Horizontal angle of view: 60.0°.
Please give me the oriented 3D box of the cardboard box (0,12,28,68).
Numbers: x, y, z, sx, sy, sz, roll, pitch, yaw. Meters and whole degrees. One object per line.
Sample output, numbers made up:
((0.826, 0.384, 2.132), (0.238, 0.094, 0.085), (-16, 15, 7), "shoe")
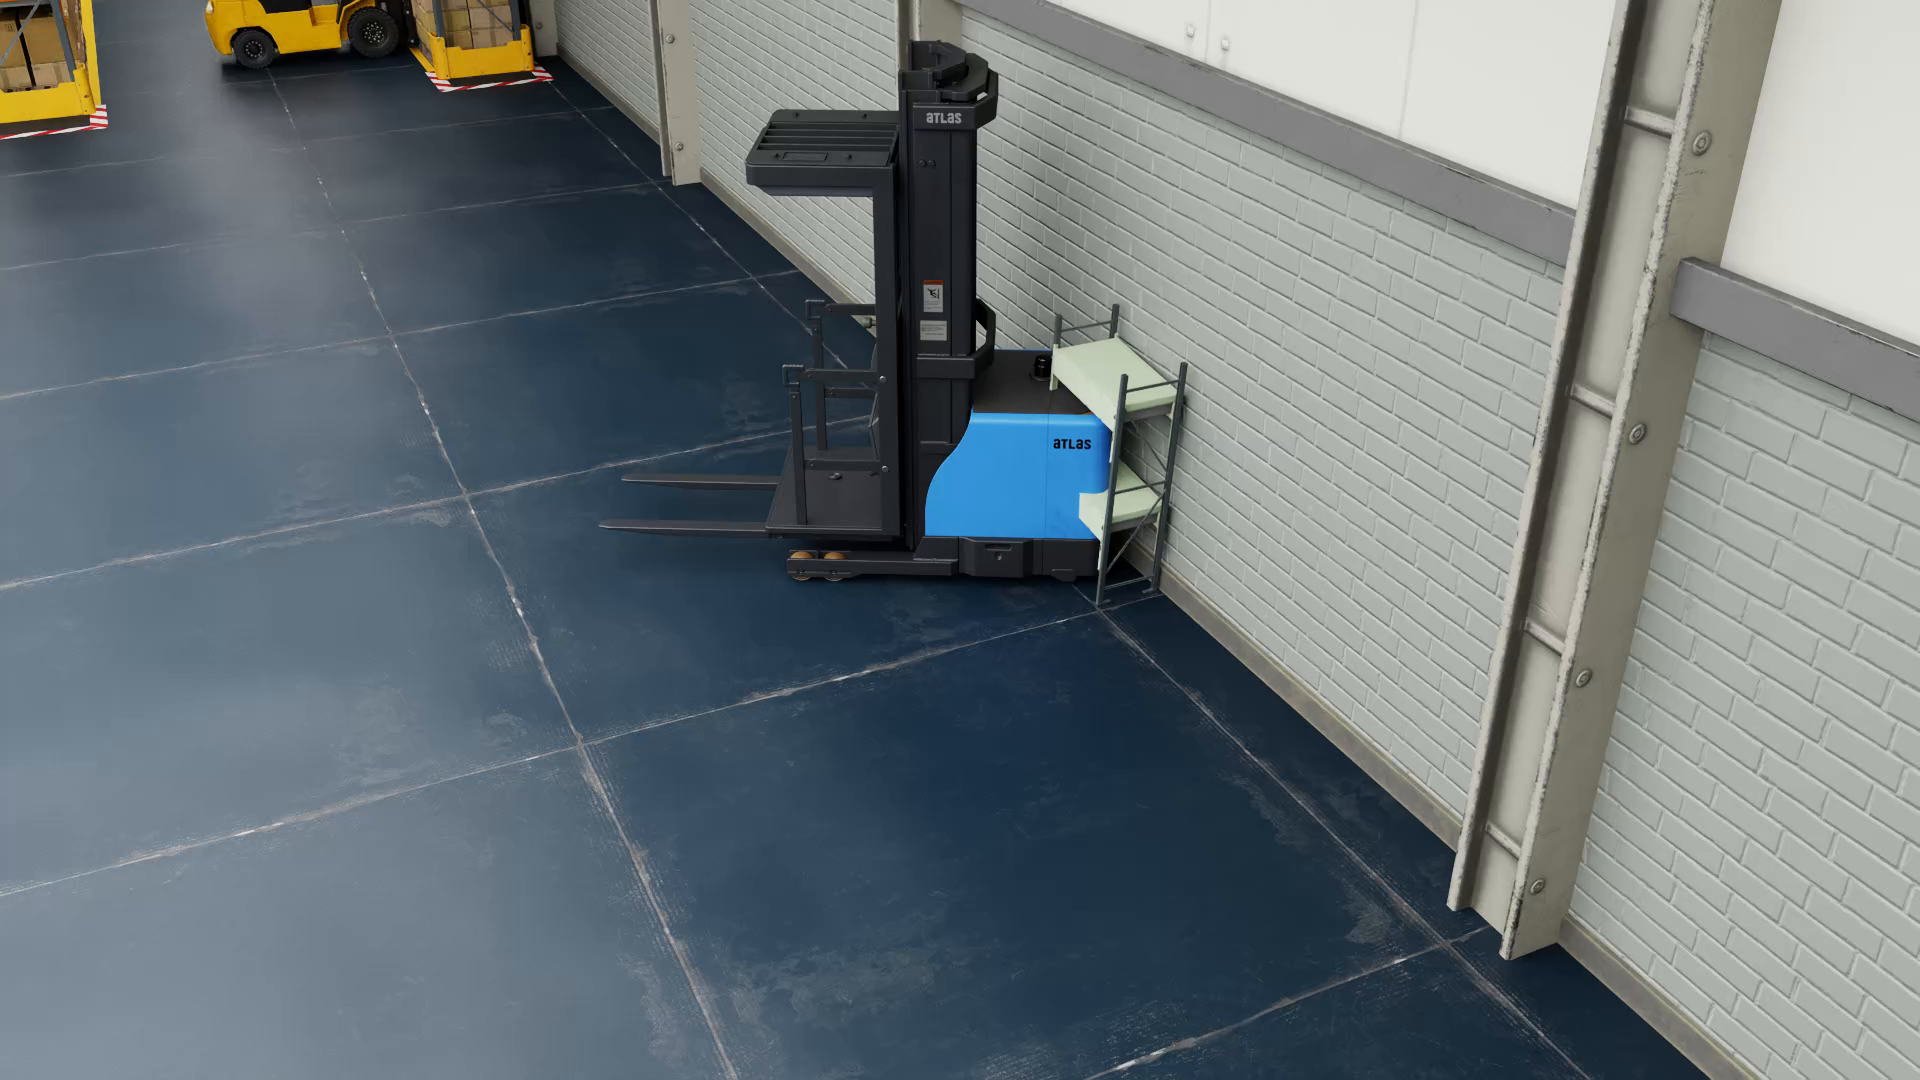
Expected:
((-10.931, -5.665, 18.874), (0.500, 0.500, 0.500), (-13, 32, -22), "cardboard box")

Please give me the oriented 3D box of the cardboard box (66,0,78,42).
((-10.895, -6.244, 19.907), (0.500, 0.500, 0.500), (-12, 32, -21), "cardboard box")

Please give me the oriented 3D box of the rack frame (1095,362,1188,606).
((0.997, -0.287, 9.210), (0.400, 1.500, 0.023), (-13, 38, -22), "rack frame")

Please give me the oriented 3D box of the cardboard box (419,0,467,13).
((-6.350, -6.657, 20.387), (0.500, 0.250, 0.500), (-12, 31, -20), "cardboard box")

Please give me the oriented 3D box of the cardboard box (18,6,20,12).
((-11.369, -6.119, 19.684), (0.500, 0.500, 0.500), (-14, 32, -23), "cardboard box")

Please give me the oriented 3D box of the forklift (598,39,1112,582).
((-0.629, -1.293, 9.532), (3.031, 2.935, 1.130), (1, 29, 2), "forklift")

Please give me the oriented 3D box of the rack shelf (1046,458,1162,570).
((0.827, -0.213, 9.664), (0.431, 0.370, 0.720), (-13, 38, -22), "rack shelf")

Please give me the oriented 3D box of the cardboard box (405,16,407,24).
((-7.012, -6.893, 21.831), (0.500, 0.250, 0.500), (-12, 31, -20), "cardboard box")

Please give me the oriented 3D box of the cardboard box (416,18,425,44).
((-6.562, -6.446, 21.033), (0.500, 0.250, 0.500), (-13, 32, -22), "cardboard box")

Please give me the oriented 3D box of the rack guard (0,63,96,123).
((-10.384, -4.998, 18.626), (1.175, 0.500, 0.348), (-13, 32, -22), "rack guard")

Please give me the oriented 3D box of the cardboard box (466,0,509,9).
((-5.906, -6.771, 20.591), (0.500, 0.250, 0.500), (-14, 32, -23), "cardboard box")

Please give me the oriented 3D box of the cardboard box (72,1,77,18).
((-11.353, -6.704, 20.726), (0.500, 0.500, 0.500), (-12, 32, -21), "cardboard box")

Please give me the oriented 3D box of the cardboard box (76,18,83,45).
((-11.335, -6.368, 20.894), (0.500, 0.250, 0.500), (-14, 32, -23), "cardboard box")

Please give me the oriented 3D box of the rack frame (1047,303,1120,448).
((0.684, -0.674, 9.747), (0.400, 1.500, 0.023), (-13, 38, -22), "rack frame")

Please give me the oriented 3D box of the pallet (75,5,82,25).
((-12.405, -6.949, 22.400), (1.003, 0.211, 1.213), (-13, 32, -22), "pallet")

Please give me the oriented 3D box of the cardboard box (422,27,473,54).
((-6.357, -6.224, 20.638), (0.500, 0.250, 0.500), (-13, 32, -22), "cardboard box")

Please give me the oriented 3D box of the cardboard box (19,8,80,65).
((-10.459, -5.791, 19.098), (0.500, 0.500, 0.500), (-14, 32, -24), "cardboard box")

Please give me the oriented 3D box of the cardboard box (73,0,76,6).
((-12.608, -7.407, 22.623), (0.950, 0.372, 0.625), (-11, 31, -19), "cardboard box")

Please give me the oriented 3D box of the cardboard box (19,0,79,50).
((-10.688, -6.021, 19.508), (0.500, 0.500, 0.500), (-14, 32, -24), "cardboard box")

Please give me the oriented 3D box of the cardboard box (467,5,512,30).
((-5.885, -6.552, 20.712), (0.500, 0.250, 0.500), (-12, 32, -21), "cardboard box")

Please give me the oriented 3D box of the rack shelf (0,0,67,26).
((-11.210, -6.625, 19.706), (1.077, 0.370, 4.000), (-13, 32, -22), "rack shelf")

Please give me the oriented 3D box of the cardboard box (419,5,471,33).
((-6.362, -6.450, 20.530), (0.500, 0.250, 0.500), (-14, 32, -23), "cardboard box")

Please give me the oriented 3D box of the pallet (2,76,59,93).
((-10.701, -5.239, 19.349), (1.003, 0.211, 1.213), (-13, 32, -22), "pallet")

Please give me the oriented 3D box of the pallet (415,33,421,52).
((-6.756, -6.750, 22.044), (1.003, 0.211, 1.213), (-13, 32, -22), "pallet")

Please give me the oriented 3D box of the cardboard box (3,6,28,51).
((-11.158, -5.895, 19.284), (0.500, 0.500, 0.500), (-12, 31, -20), "cardboard box")

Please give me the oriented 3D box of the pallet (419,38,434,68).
((-6.237, -6.212, 21.085), (1.003, 0.211, 1.213), (-13, 32, -22), "pallet")

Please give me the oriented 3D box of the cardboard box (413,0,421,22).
((-6.567, -6.674, 20.929), (0.500, 0.250, 0.500), (-13, 32, -22), "cardboard box")

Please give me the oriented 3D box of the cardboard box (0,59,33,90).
((-10.952, -5.350, 19.079), (0.500, 0.250, 0.500), (-13, 32, -22), "cardboard box")

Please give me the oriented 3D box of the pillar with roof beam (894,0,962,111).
((-4.092, -4.008, 8.169), (9.100, 9.000, 0.400), (-13, 32, -22), "pillar with roof beam")

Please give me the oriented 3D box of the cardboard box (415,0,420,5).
((-6.574, -6.881, 20.787), (0.500, 0.250, 0.500), (-12, 32, -21), "cardboard box")

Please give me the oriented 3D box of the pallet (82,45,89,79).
((-11.221, -5.777, 20.309), (1.003, 0.211, 1.213), (-13, 32, -22), "pallet")

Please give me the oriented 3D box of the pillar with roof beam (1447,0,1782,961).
((-1.516, -1.357, 3.443), (9.100, 9.000, 0.400), (-13, 32, -22), "pillar with roof beam")

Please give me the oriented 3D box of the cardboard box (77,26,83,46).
((-11.121, -6.142, 20.492), (0.500, 0.250, 0.500), (-13, 32, -21), "cardboard box")

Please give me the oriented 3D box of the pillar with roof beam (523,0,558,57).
((-9.243, -9.309, 17.623), (9.100, 9.000, 0.400), (-13, 32, -22), "pillar with roof beam")

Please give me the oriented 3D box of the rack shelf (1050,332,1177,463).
((0.857, -0.802, 9.257), (0.431, 0.370, 0.720), (-13, 38, -22), "rack shelf")

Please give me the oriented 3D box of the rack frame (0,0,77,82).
((-10.352, -6.055, 17.954), (1.000, 3.000, 0.127), (-13, 32, -22), "rack frame")

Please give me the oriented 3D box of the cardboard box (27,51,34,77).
((-11.157, -5.570, 19.471), (0.500, 0.250, 0.500), (-13, 32, -22), "cardboard box")

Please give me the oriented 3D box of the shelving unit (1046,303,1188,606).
((0.841, -0.481, 9.479), (0.431, 1.500, 0.755), (-13, 38, -22), "shelving unit")

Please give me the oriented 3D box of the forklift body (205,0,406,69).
((-8.332, -7.183, 20.834), (2.313, 2.155, 1.214), (-13, 32, -22), "forklift body")

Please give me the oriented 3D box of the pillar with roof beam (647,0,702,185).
((-6.668, -6.658, 12.896), (9.100, 9.000, 0.400), (-13, 32, -22), "pillar with roof beam")

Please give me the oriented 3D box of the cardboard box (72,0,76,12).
((-11.573, -6.928, 21.126), (0.500, 0.500, 0.500), (-14, 32, -23), "cardboard box")

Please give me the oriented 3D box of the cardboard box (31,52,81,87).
((-10.448, -5.453, 19.263), (0.500, 0.250, 0.500), (-13, 32, -22), "cardboard box")

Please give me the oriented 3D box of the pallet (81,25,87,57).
((-11.749, -6.317, 21.272), (1.003, 0.211, 1.213), (-13, 32, -22), "pallet")

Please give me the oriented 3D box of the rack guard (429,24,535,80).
((-5.860, -5.998, 20.408), (1.175, 0.500, 0.348), (-13, 32, -22), "rack guard")

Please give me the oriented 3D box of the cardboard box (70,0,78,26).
((-11.133, -6.479, 20.325), (0.500, 0.500, 0.500), (-11, 31, -19), "cardboard box")

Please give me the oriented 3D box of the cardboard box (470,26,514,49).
((-5.905, -6.341, 20.846), (0.500, 0.250, 0.500), (-13, 32, -22), "cardboard box")

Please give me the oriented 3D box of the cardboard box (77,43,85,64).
((-10.661, -5.680, 19.668), (0.500, 0.250, 0.500), (-12, 31, -20), "cardboard box")

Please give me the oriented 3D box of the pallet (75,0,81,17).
((-12.932, -7.489, 23.363), (1.003, 0.211, 1.213), (-13, 32, -22), "pallet")

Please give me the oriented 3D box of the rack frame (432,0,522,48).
((-5.870, -7.099, 19.816), (1.000, 3.000, 0.127), (-13, 32, -22), "rack frame")

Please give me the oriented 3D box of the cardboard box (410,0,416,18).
((-6.808, -6.898, 21.328), (0.500, 0.250, 0.500), (-14, 32, -23), "cardboard box")

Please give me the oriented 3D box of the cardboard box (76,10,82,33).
((-11.572, -6.601, 21.310), (0.500, 0.250, 0.500), (-12, 31, -20), "cardboard box")

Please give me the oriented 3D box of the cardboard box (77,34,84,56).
((-10.906, -5.919, 20.093), (0.500, 0.250, 0.500), (-11, 31, -19), "cardboard box")

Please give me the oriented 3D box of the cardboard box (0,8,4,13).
((-11.150, -6.096, 18.980), (0.380, 0.149, 0.250), (-12, 31, -21), "cardboard box")

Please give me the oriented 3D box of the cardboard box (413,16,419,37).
((-6.769, -6.669, 21.430), (0.500, 0.250, 0.500), (-13, 32, -21), "cardboard box")
